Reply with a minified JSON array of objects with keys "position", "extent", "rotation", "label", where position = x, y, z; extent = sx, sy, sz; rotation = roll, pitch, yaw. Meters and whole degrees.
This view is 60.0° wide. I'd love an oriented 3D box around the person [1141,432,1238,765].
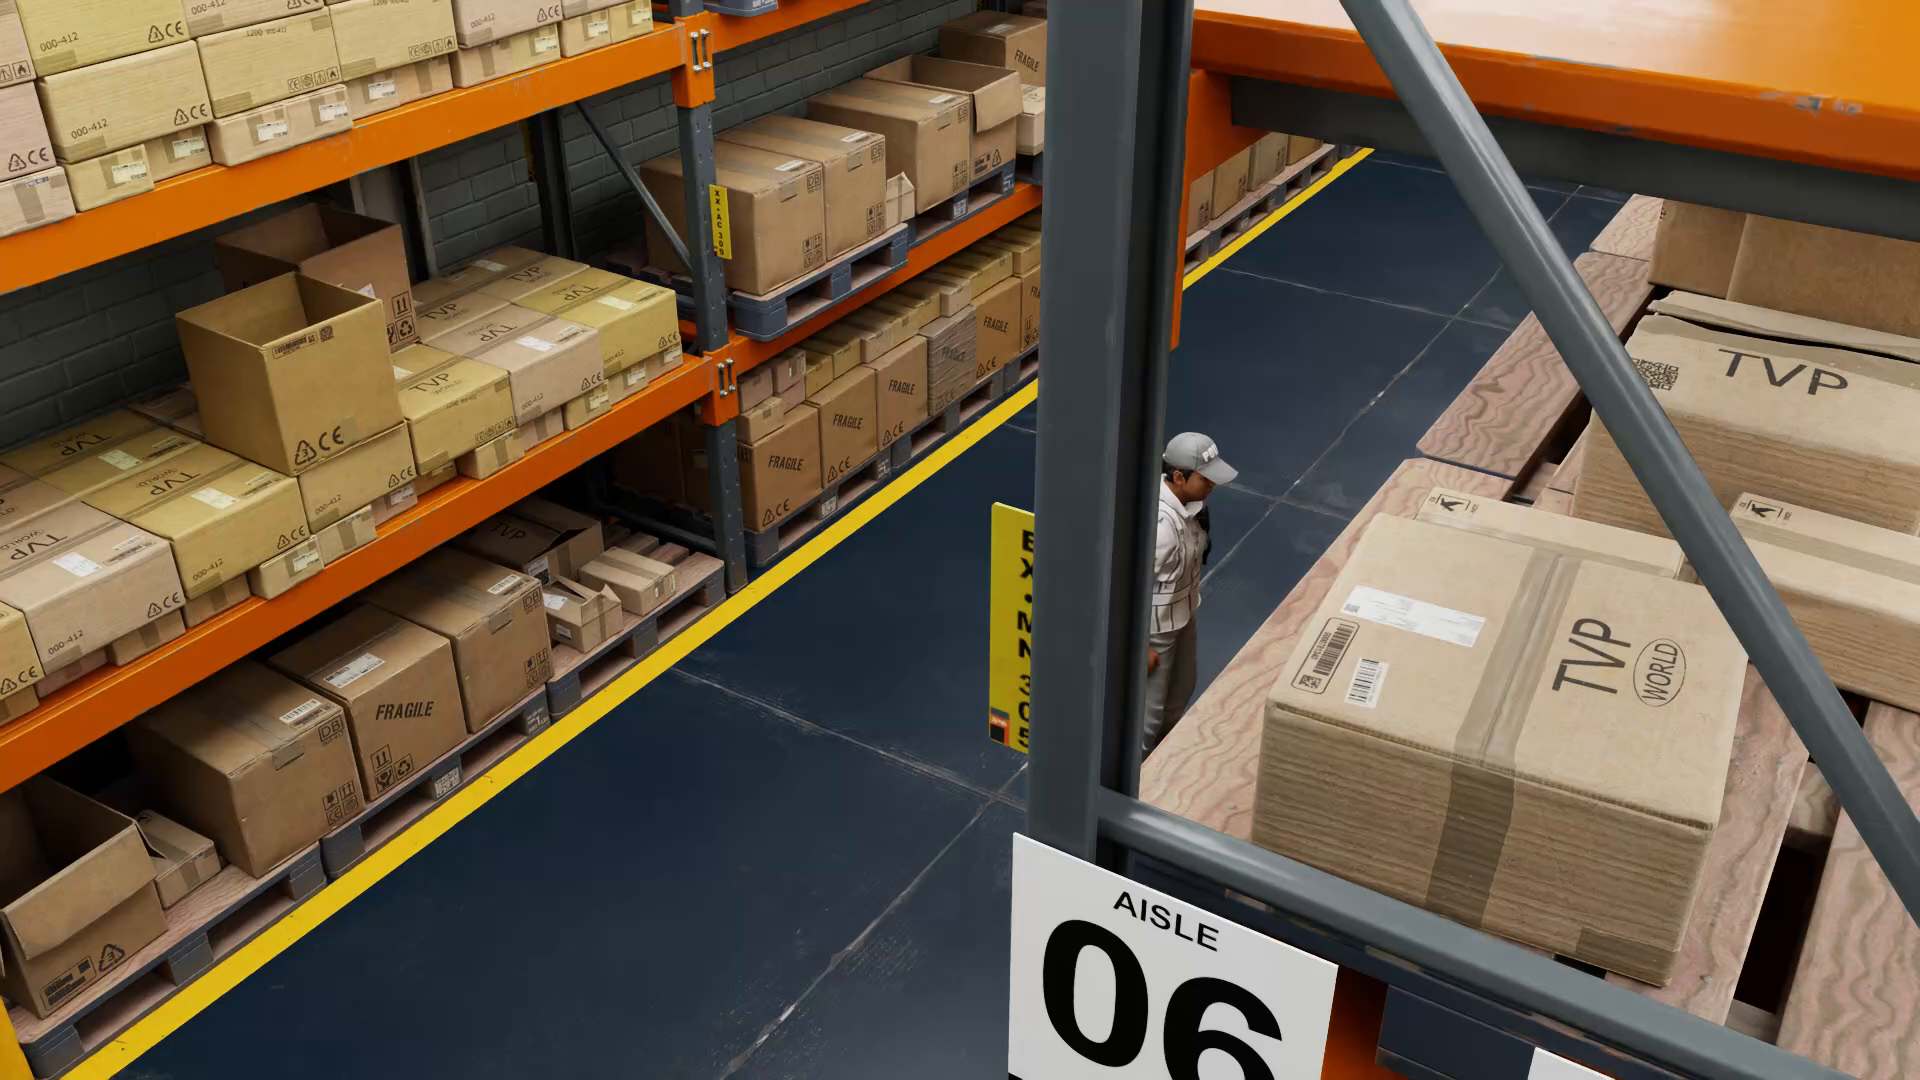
[{"position":[0.797,0.329,6.569],"extent":[0.468,1.666,0.564],"rotation":[16,34,24],"label":"person"}]
